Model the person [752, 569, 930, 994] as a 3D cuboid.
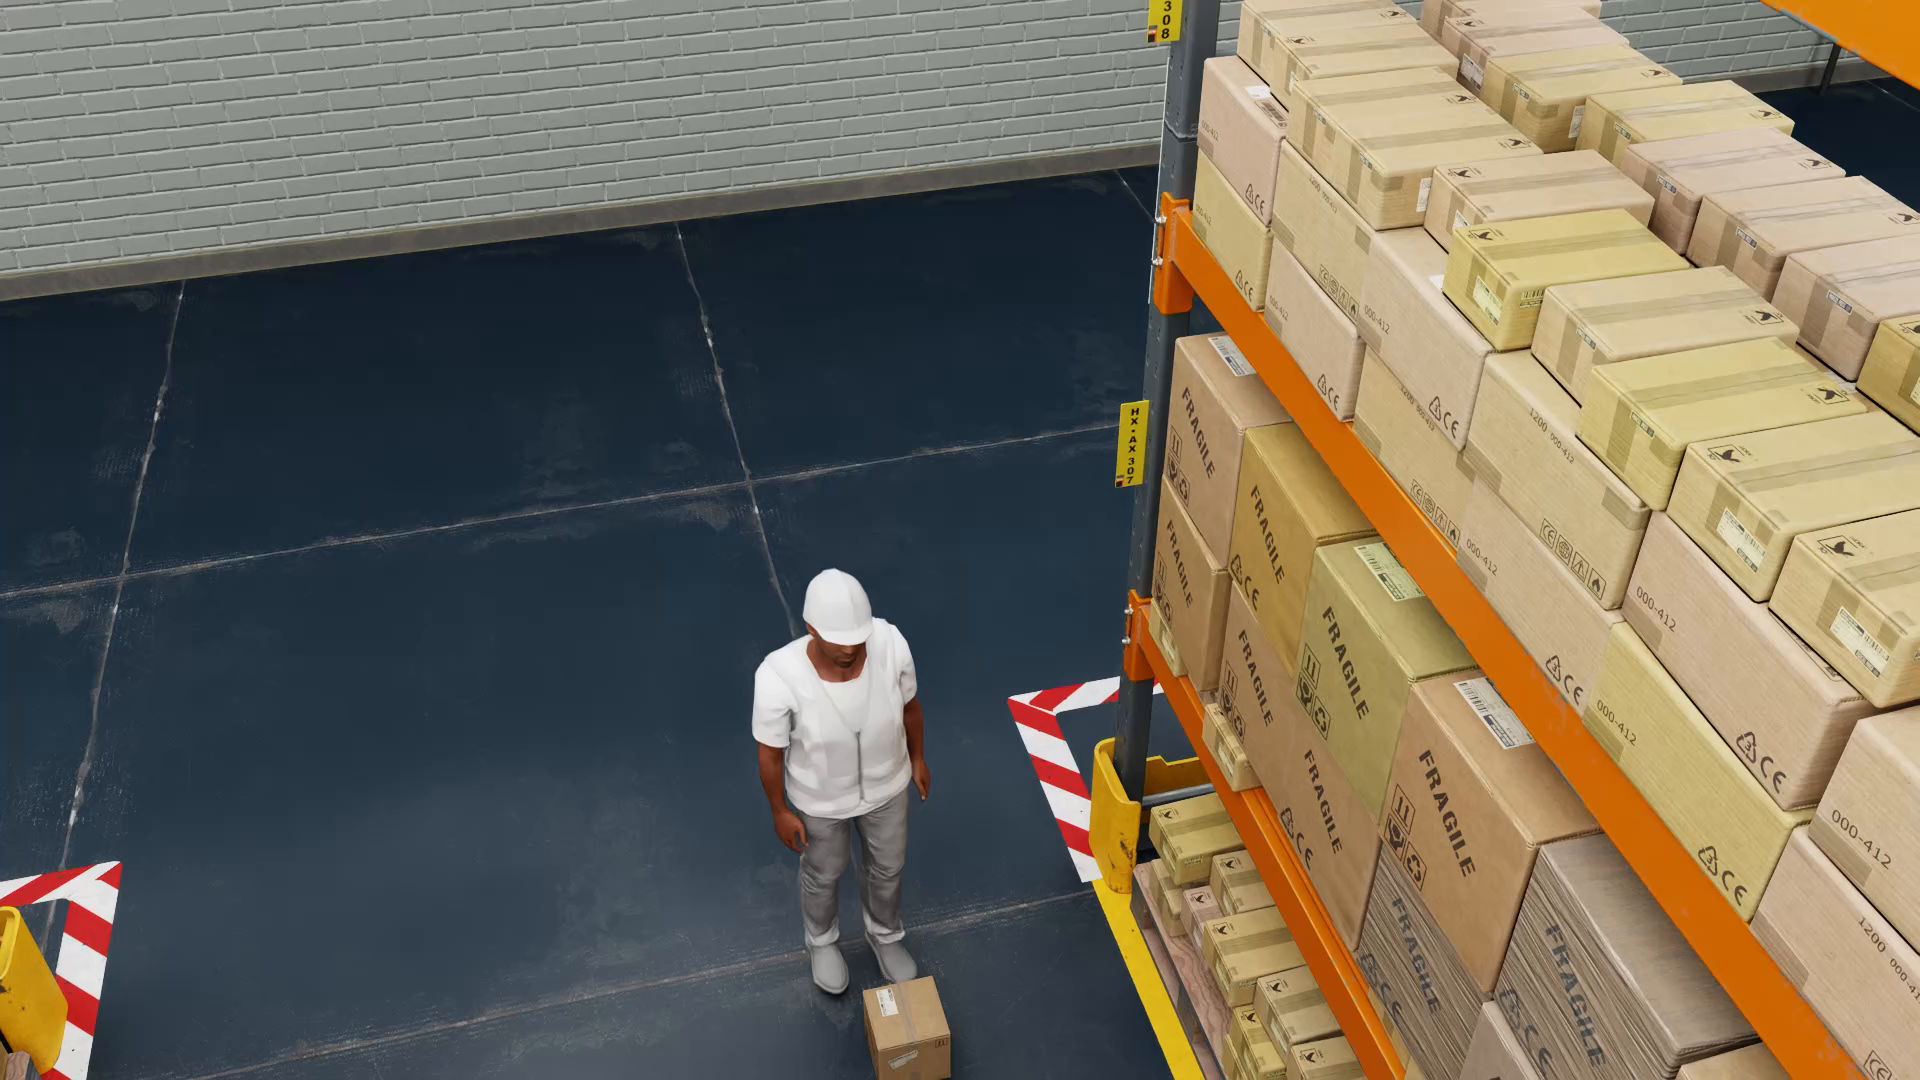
[{"bbox_3d":[-0.366,0.854,5.605,0.596,1.806,0.403,-14,40,-18],"label":"person"}]
